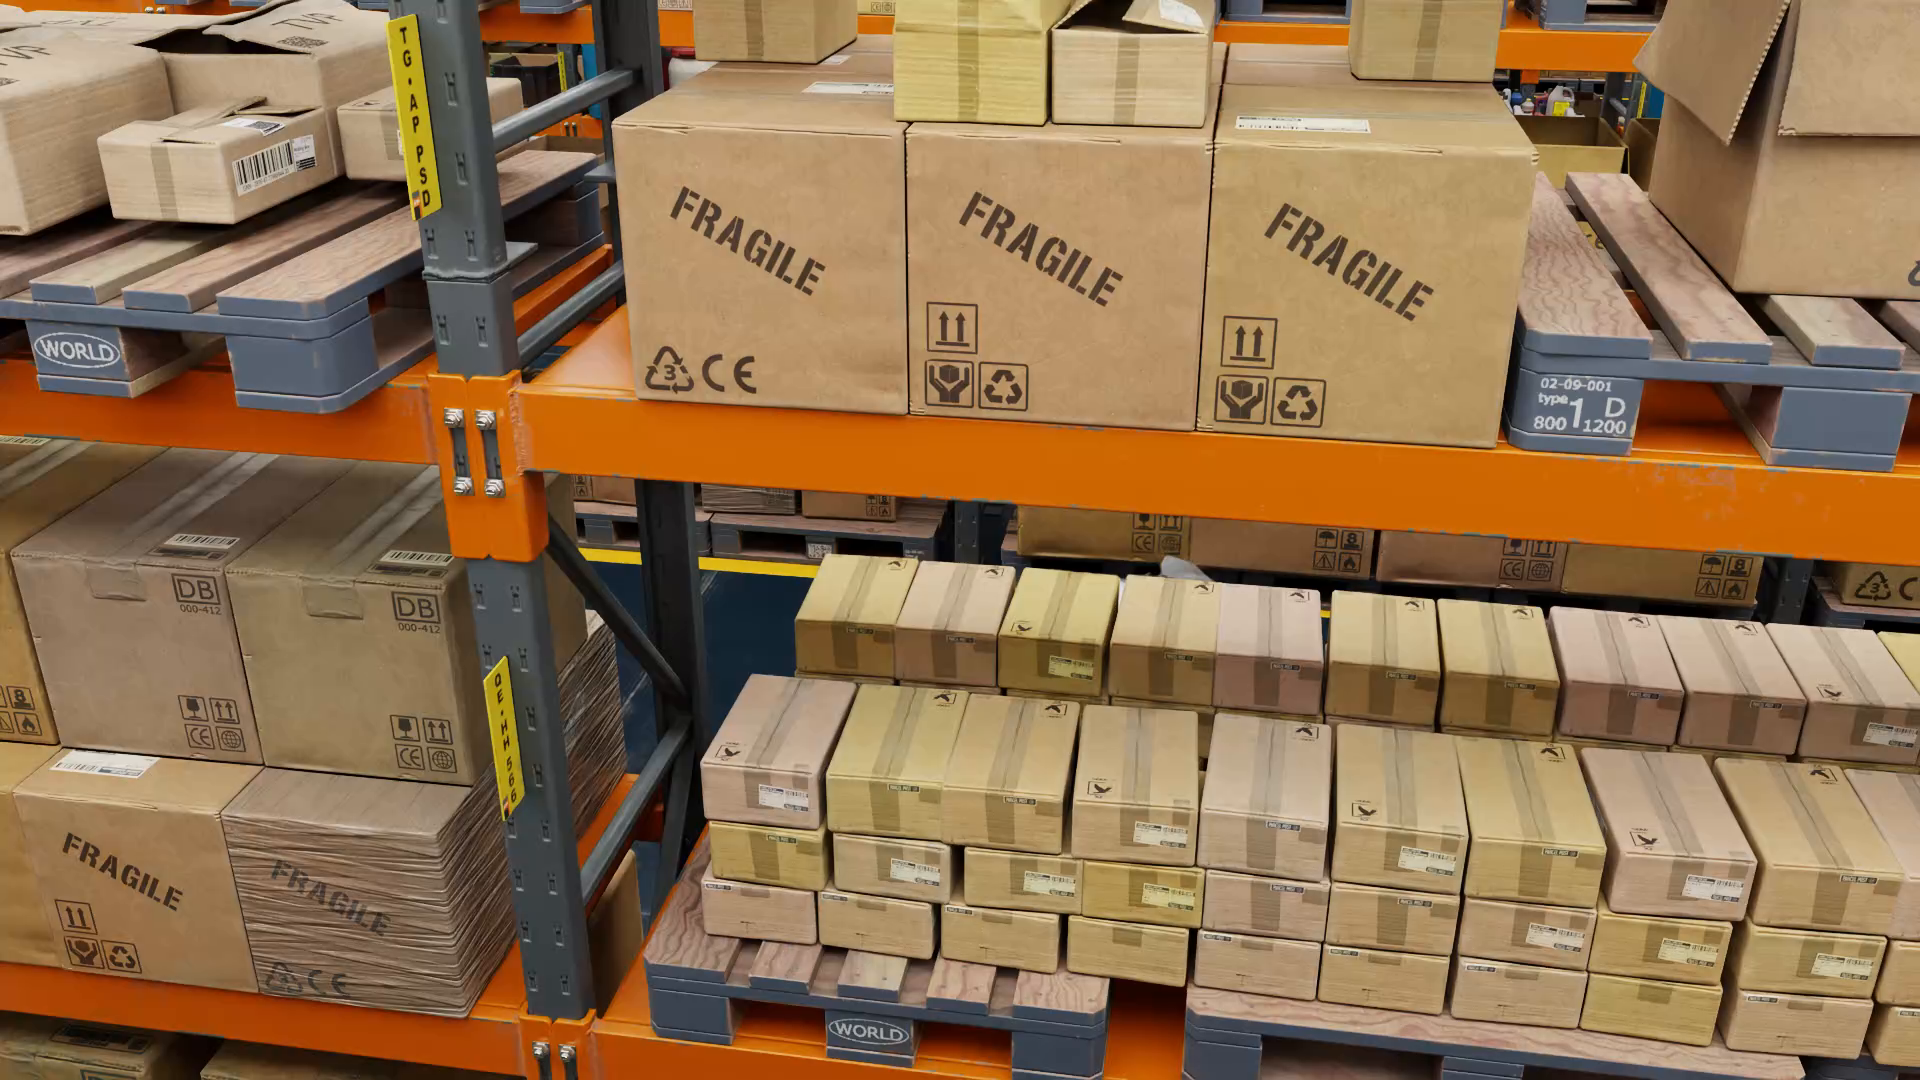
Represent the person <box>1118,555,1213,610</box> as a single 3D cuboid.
[{"bbox_3d":[0.574,0.591,6.471,0.803,1.139,0.516,4,25,8],"label":"person"}]
